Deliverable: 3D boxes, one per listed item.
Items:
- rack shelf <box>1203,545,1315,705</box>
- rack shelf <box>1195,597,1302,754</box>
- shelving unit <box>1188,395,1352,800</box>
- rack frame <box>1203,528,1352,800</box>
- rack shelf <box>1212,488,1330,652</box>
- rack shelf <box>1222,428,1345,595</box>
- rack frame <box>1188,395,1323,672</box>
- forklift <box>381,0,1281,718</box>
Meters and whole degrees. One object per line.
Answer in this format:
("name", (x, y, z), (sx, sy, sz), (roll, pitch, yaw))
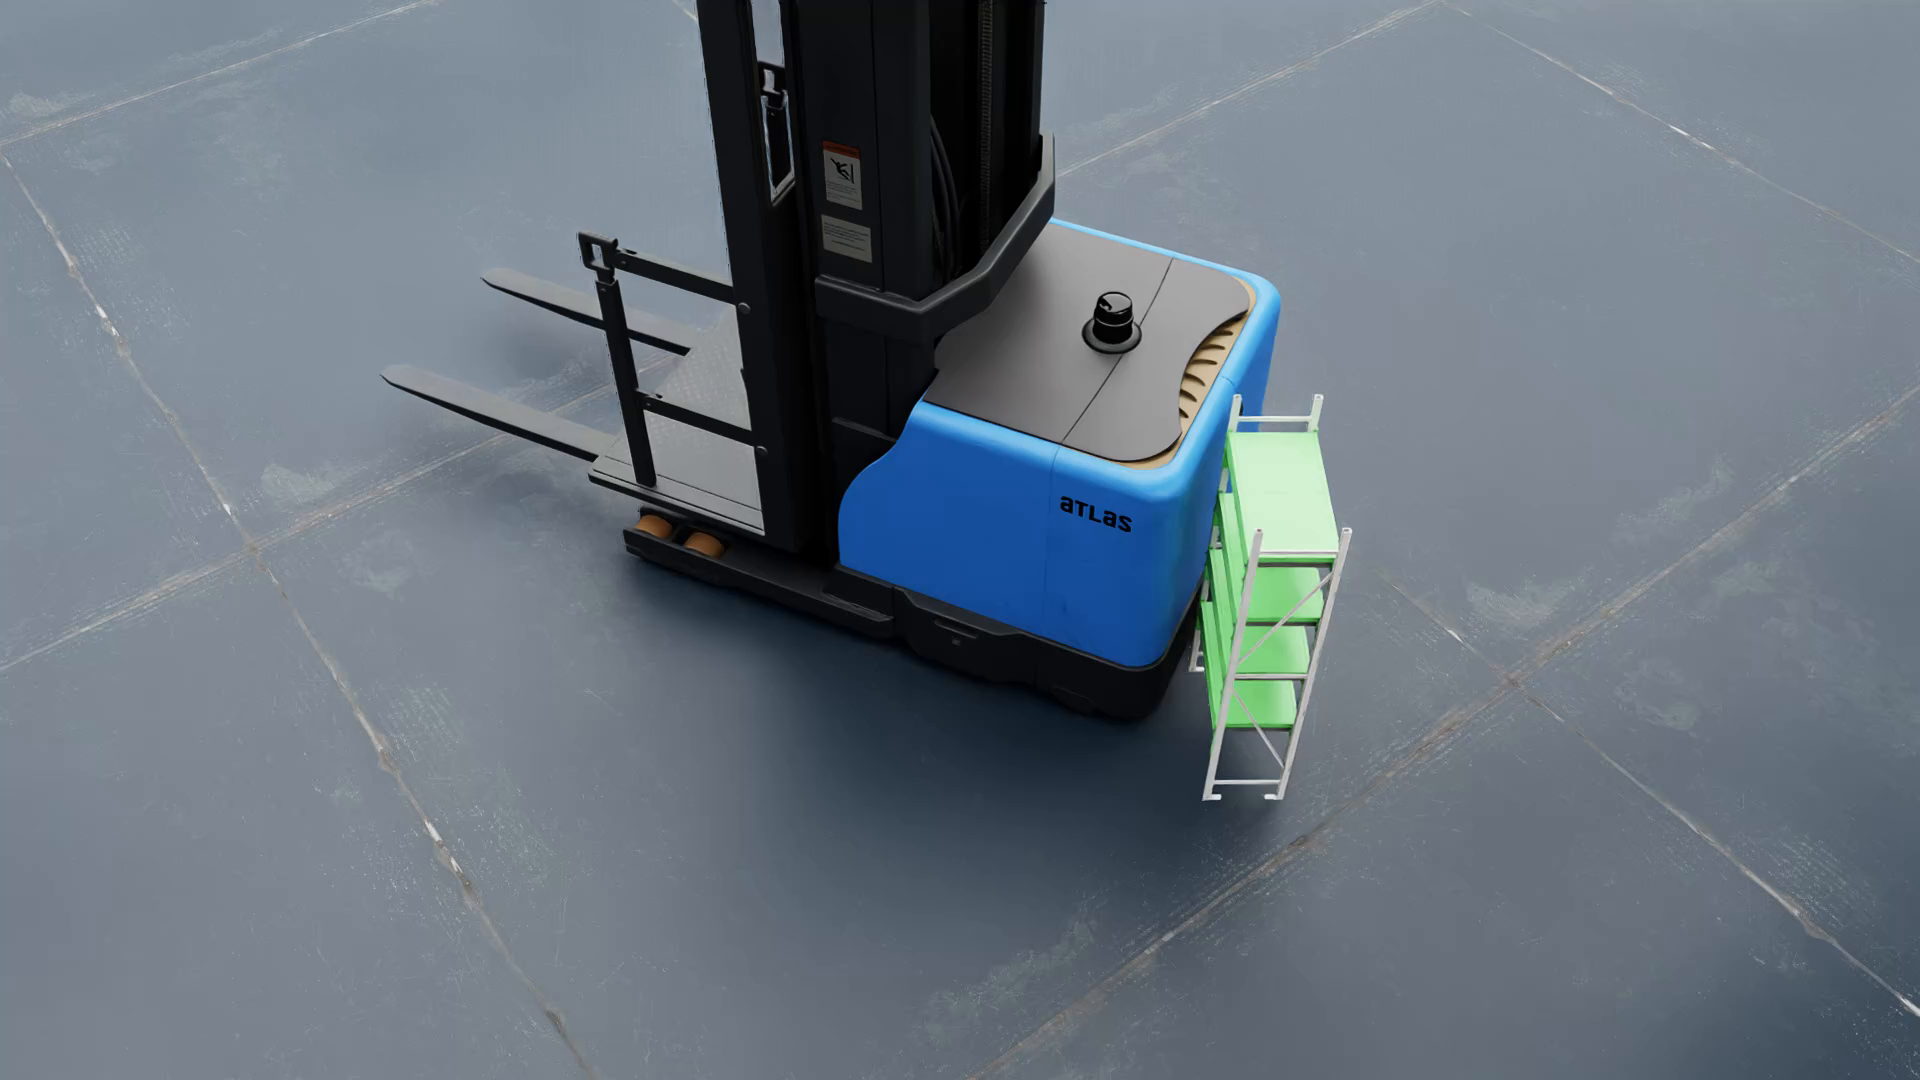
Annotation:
("rack shelf", (0.858, 0.241, 4.808), (0.258, 0.148, 0.480), (0, 48, 0))
("rack shelf", (0.858, 0.402, 4.986), (0.258, 0.148, 0.480), (0, 48, 0))
("shelving unit", (0.858, 0.198, 4.761), (0.258, 1.200, 0.503), (0, 48, 0))
("rack frame", (0.858, 0.378, 4.597), (0.240, 1.200, 0.015), (0, 48, 0))
("rack shelf", (0.858, 0.079, 4.630), (0.258, 0.148, 0.480), (0, 48, 0))
("rack shelf", (0.858, -0.082, 4.453), (0.258, 0.148, 0.480), (0, 48, 0))
("rack frame", (0.858, 0.017, 4.925), (0.240, 1.200, 0.015), (0, 48, 0))
("forklift", (-0.575, -1.182, 4.843), (3.031, 2.935, 1.130), (19, 51, 16))
